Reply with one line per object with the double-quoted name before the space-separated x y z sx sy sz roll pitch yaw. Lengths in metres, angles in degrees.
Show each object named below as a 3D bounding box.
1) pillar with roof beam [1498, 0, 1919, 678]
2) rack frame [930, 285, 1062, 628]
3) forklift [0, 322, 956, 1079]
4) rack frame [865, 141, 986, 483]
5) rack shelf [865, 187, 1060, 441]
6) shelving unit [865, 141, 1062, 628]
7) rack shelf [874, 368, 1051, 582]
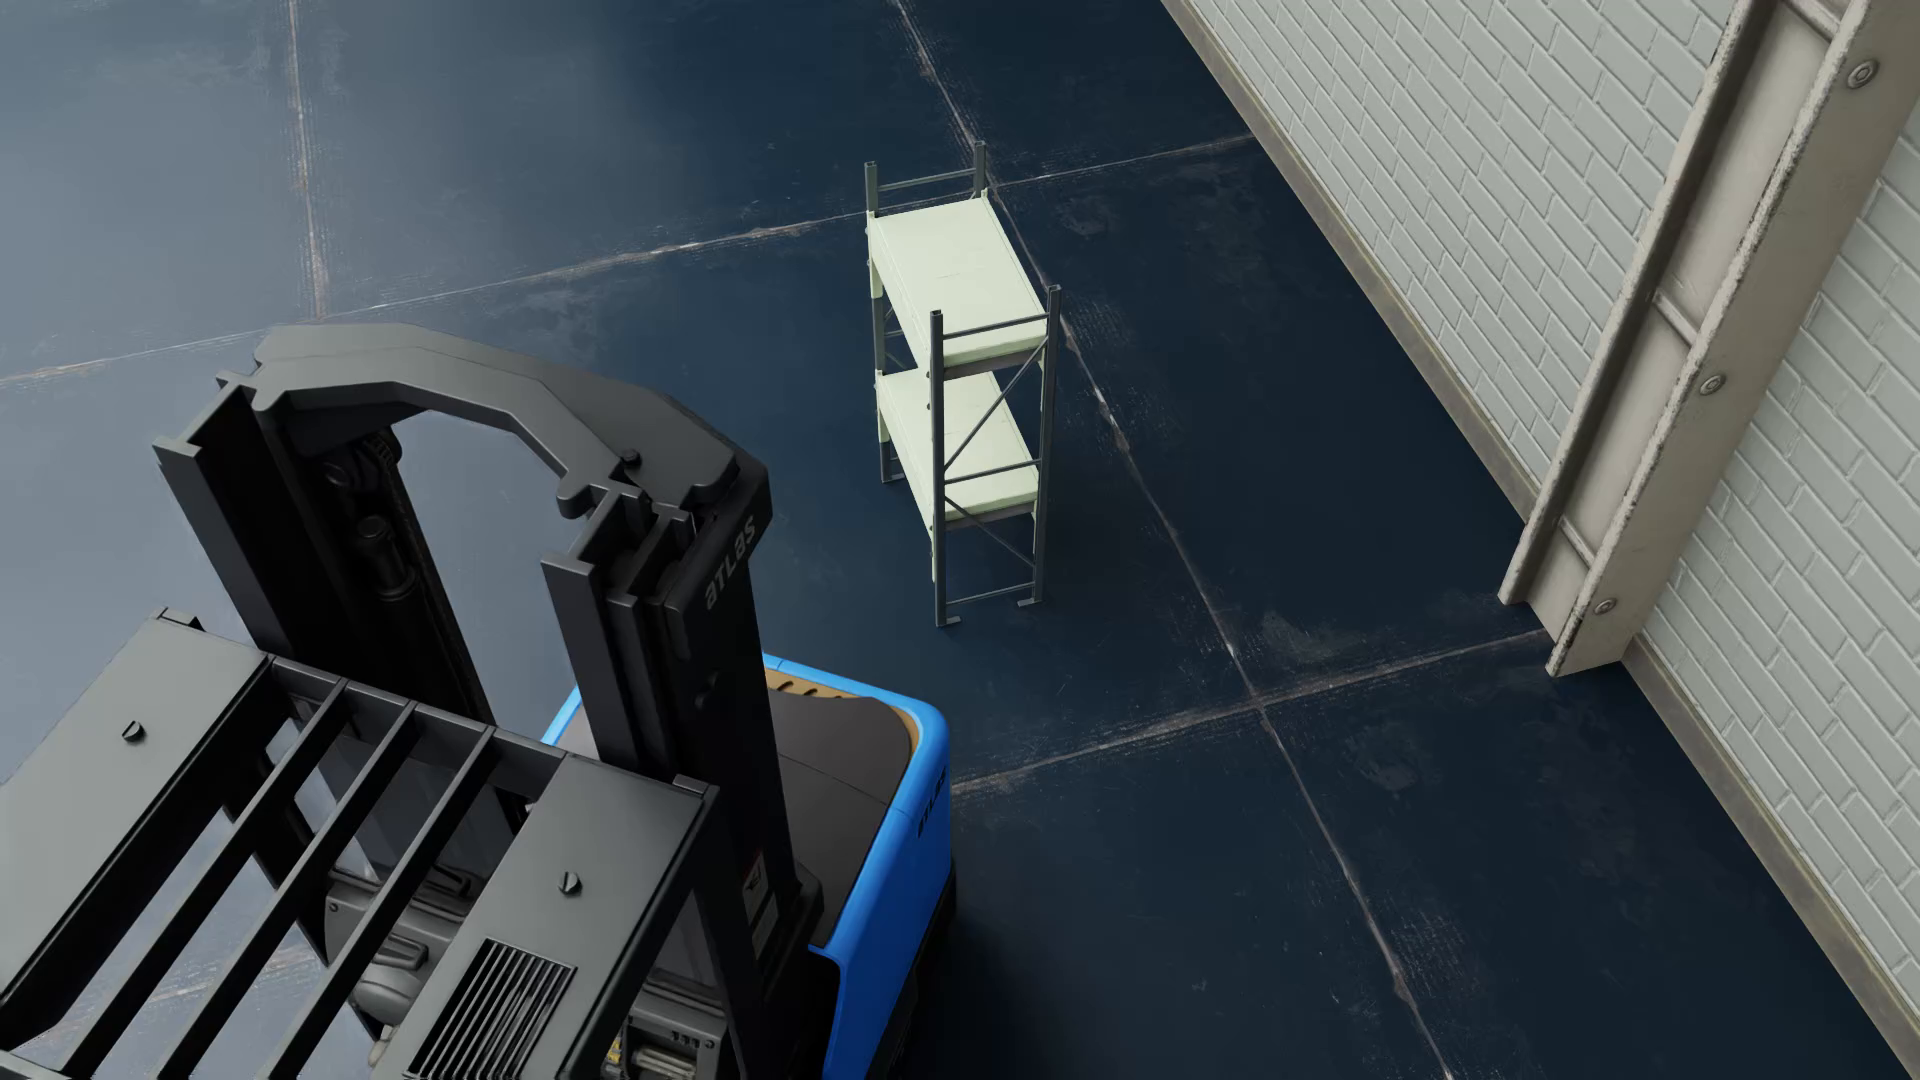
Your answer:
"pillar with roof beam" -1.943 -1.621 1.731 9.100 9.000 0.400 -13 51 -11
"rack frame" 0.106 -0.221 5.455 0.400 1.500 0.023 -13 51 -11
"forklift" -0.996 1.135 3.376 1.130 2.935 3.031 16 52 13
"rack frame" -0.110 -0.756 5.906 0.400 1.500 0.023 -13 51 -11
"rack shelf" -0.002 -0.740 5.382 0.431 0.370 0.720 -13 51 -11
"shelving unit" -0.002 -0.488 5.681 0.431 1.500 0.755 -13 51 -11
"rack shelf" -0.002 -0.278 5.930 0.431 0.370 0.720 -13 51 -11
